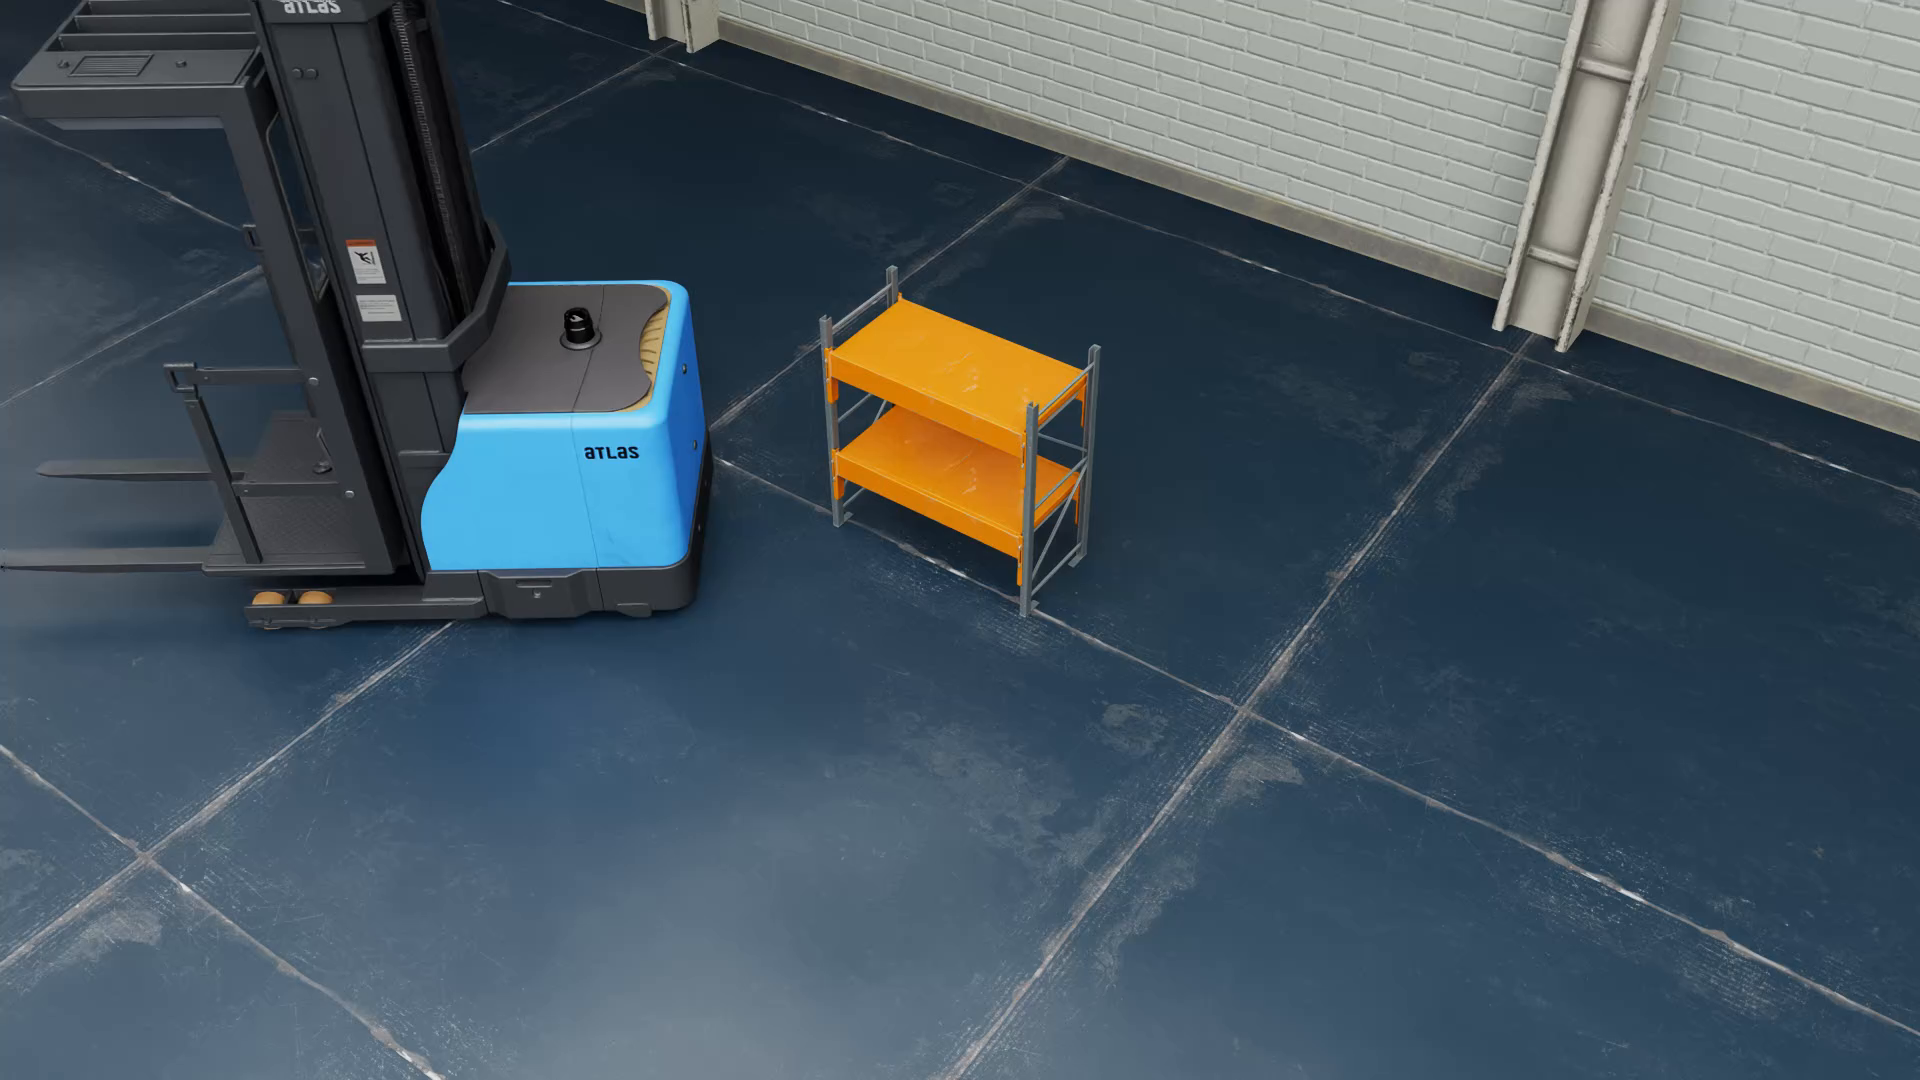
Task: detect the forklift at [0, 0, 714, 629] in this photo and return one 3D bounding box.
[{"bbox_3d":[-2.655,-1.070,6.496,3.031,2.935,1.130,-1,42,-1],"label":"forklift"}]

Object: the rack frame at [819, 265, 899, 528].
[{"bbox_3d":[-0.422,-0.616,7.344,0.032,1.125,0.500,25,48,25],"label":"rack frame"}]

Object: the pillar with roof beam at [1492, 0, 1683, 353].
[{"bbox_3d":[0.573,-2.127,3.127,0.400,9.000,9.100,25,48,25],"label":"pillar with roof beam"}]

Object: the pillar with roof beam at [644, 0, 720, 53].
[{"bbox_3d":[-4.340,-4.424,5.694,0.400,9.000,9.100,25,48,25],"label":"pillar with roof beam"}]

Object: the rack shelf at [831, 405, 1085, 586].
[{"bbox_3d":[-0.006,-0.240,7.289,1.000,0.278,0.538,25,48,25],"label":"rack shelf"}]

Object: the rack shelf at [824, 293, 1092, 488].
[{"bbox_3d":[-0.006,-0.640,6.931,1.000,0.278,0.538,25,48,25],"label":"rack shelf"}]

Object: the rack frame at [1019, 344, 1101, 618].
[{"bbox_3d":[0.411,-0.227,6.909,0.032,1.125,0.500,25,48,25],"label":"rack frame"}]

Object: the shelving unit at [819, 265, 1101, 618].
[{"bbox_3d":[-0.006,-0.422,7.126,1.048,1.125,0.538,25,48,25],"label":"shelving unit"}]
